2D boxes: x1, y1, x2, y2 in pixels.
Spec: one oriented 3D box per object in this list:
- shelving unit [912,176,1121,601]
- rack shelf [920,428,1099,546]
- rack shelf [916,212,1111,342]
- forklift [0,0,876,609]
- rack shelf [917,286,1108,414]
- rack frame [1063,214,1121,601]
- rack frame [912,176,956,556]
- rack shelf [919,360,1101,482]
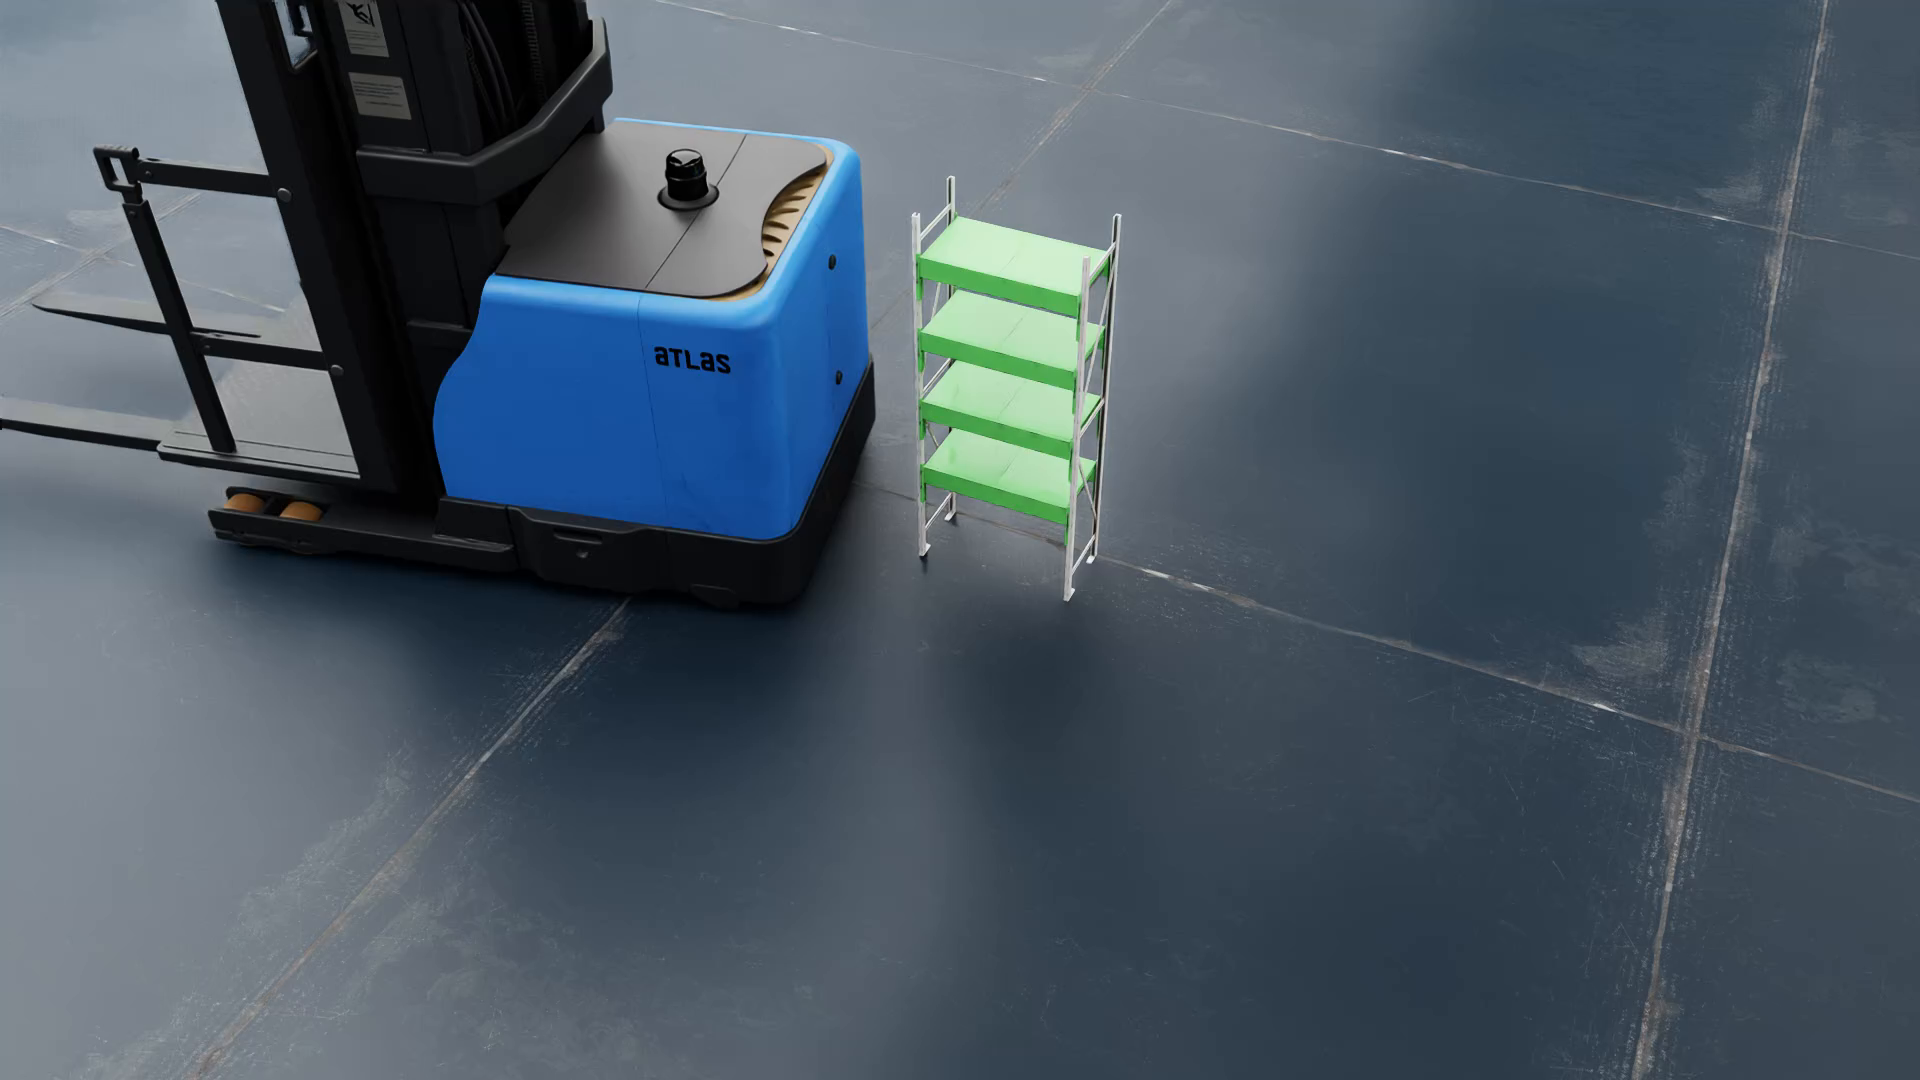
[{"bbox_3d":[0.150,-0.408,4.804,0.503,1.200,0.258,17,44,19],"label":"shelving unit"},{"bbox_3d":[0.150,-0.178,5.003,0.480,0.148,0.258,17,44,19],"label":"rack shelf"},{"bbox_3d":[0.150,-0.722,4.532,0.480,0.148,0.258,17,44,19],"label":"rack shelf"},{"bbox_3d":[-1.856,-1.391,4.617,3.031,2.935,1.130,8,42,9],"label":"forklift"},{"bbox_3d":[0.150,-0.541,4.689,0.480,0.148,0.258,17,44,19],"label":"rack shelf"},{"bbox_3d":[0.371,-0.340,4.726,0.015,1.200,0.240,17,44,19],"label":"rack frame"},{"bbox_3d":[-0.071,-0.475,4.882,0.015,1.200,0.240,17,44,19],"label":"rack frame"},{"bbox_3d":[0.150,-0.359,4.846,0.480,0.148,0.258,17,44,19],"label":"rack shelf"}]
